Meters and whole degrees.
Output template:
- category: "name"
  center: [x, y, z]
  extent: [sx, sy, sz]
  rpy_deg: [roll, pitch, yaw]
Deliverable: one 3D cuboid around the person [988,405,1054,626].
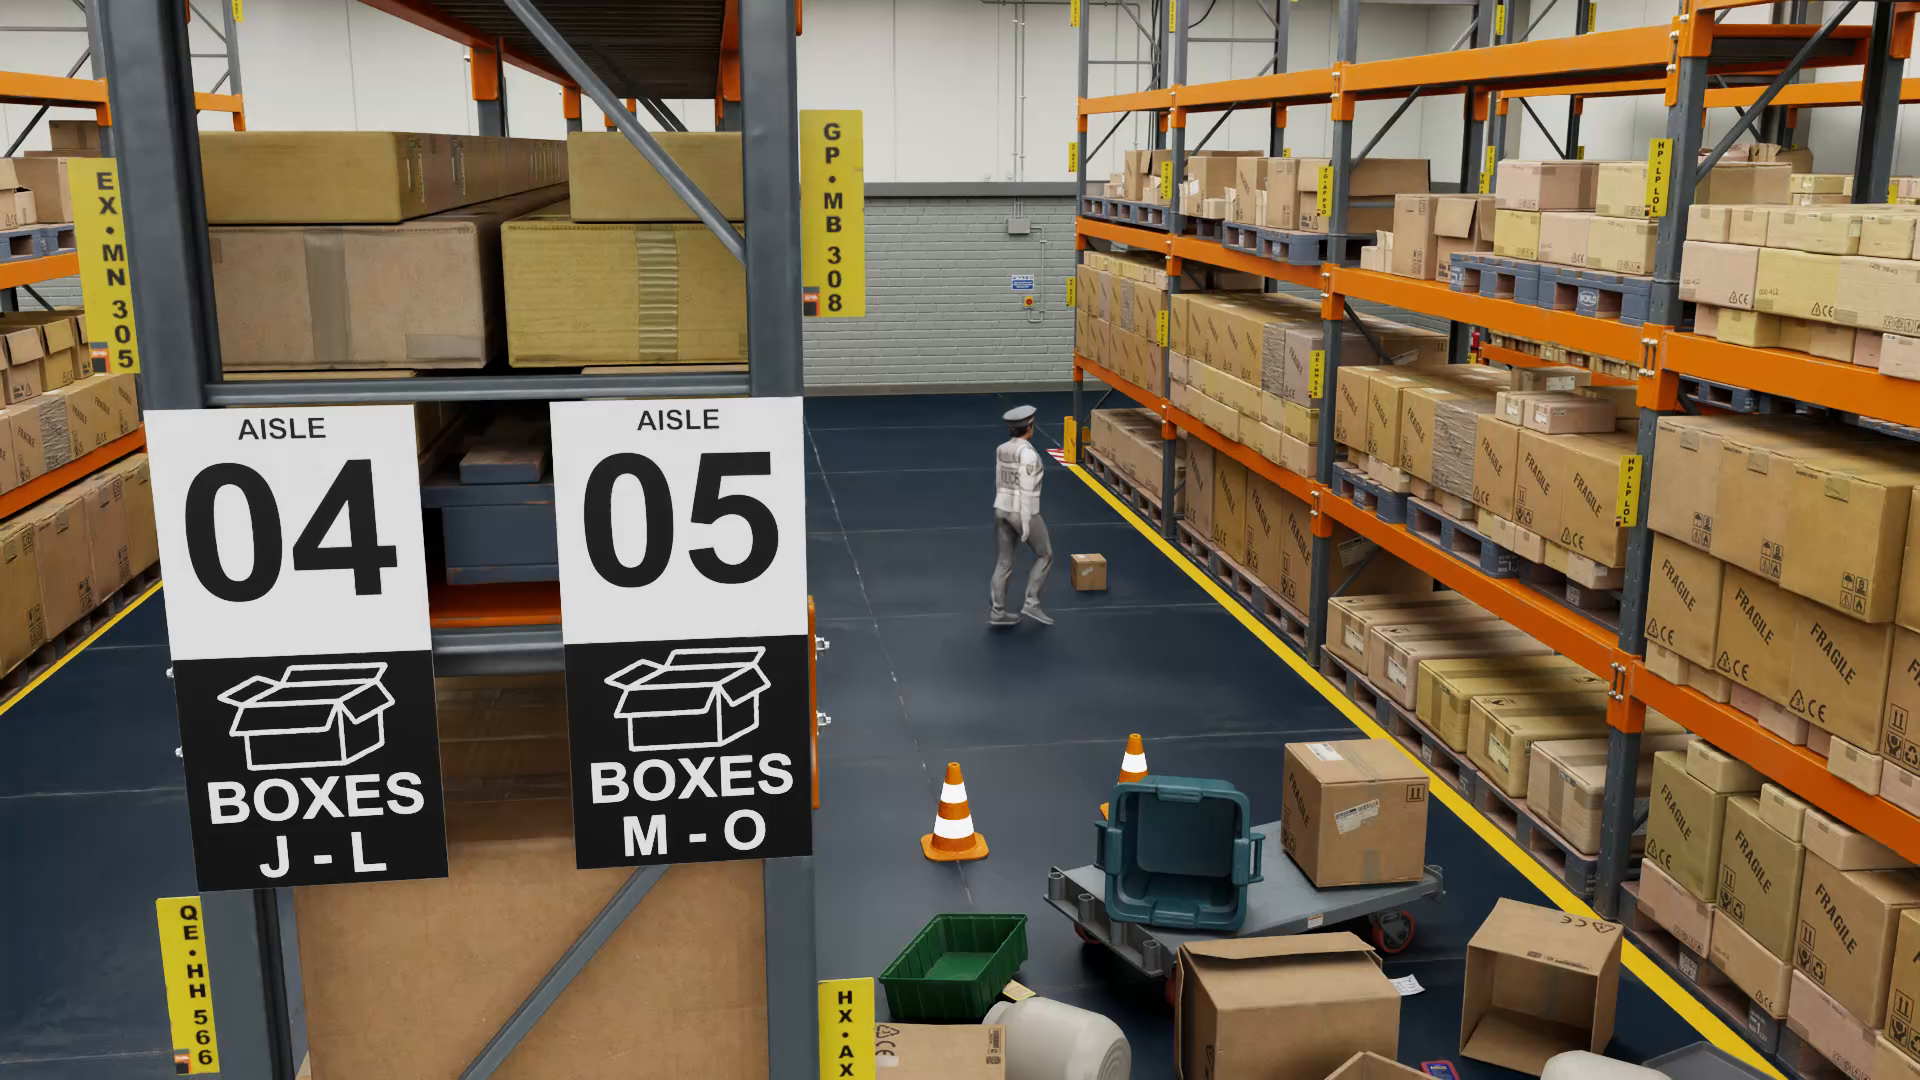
- category: "person"
  center: [0.418, -0.170, 12.640]
  extent: [0.515, 1.690, 0.509]
  rpy_deg: [-10, 17, -37]
